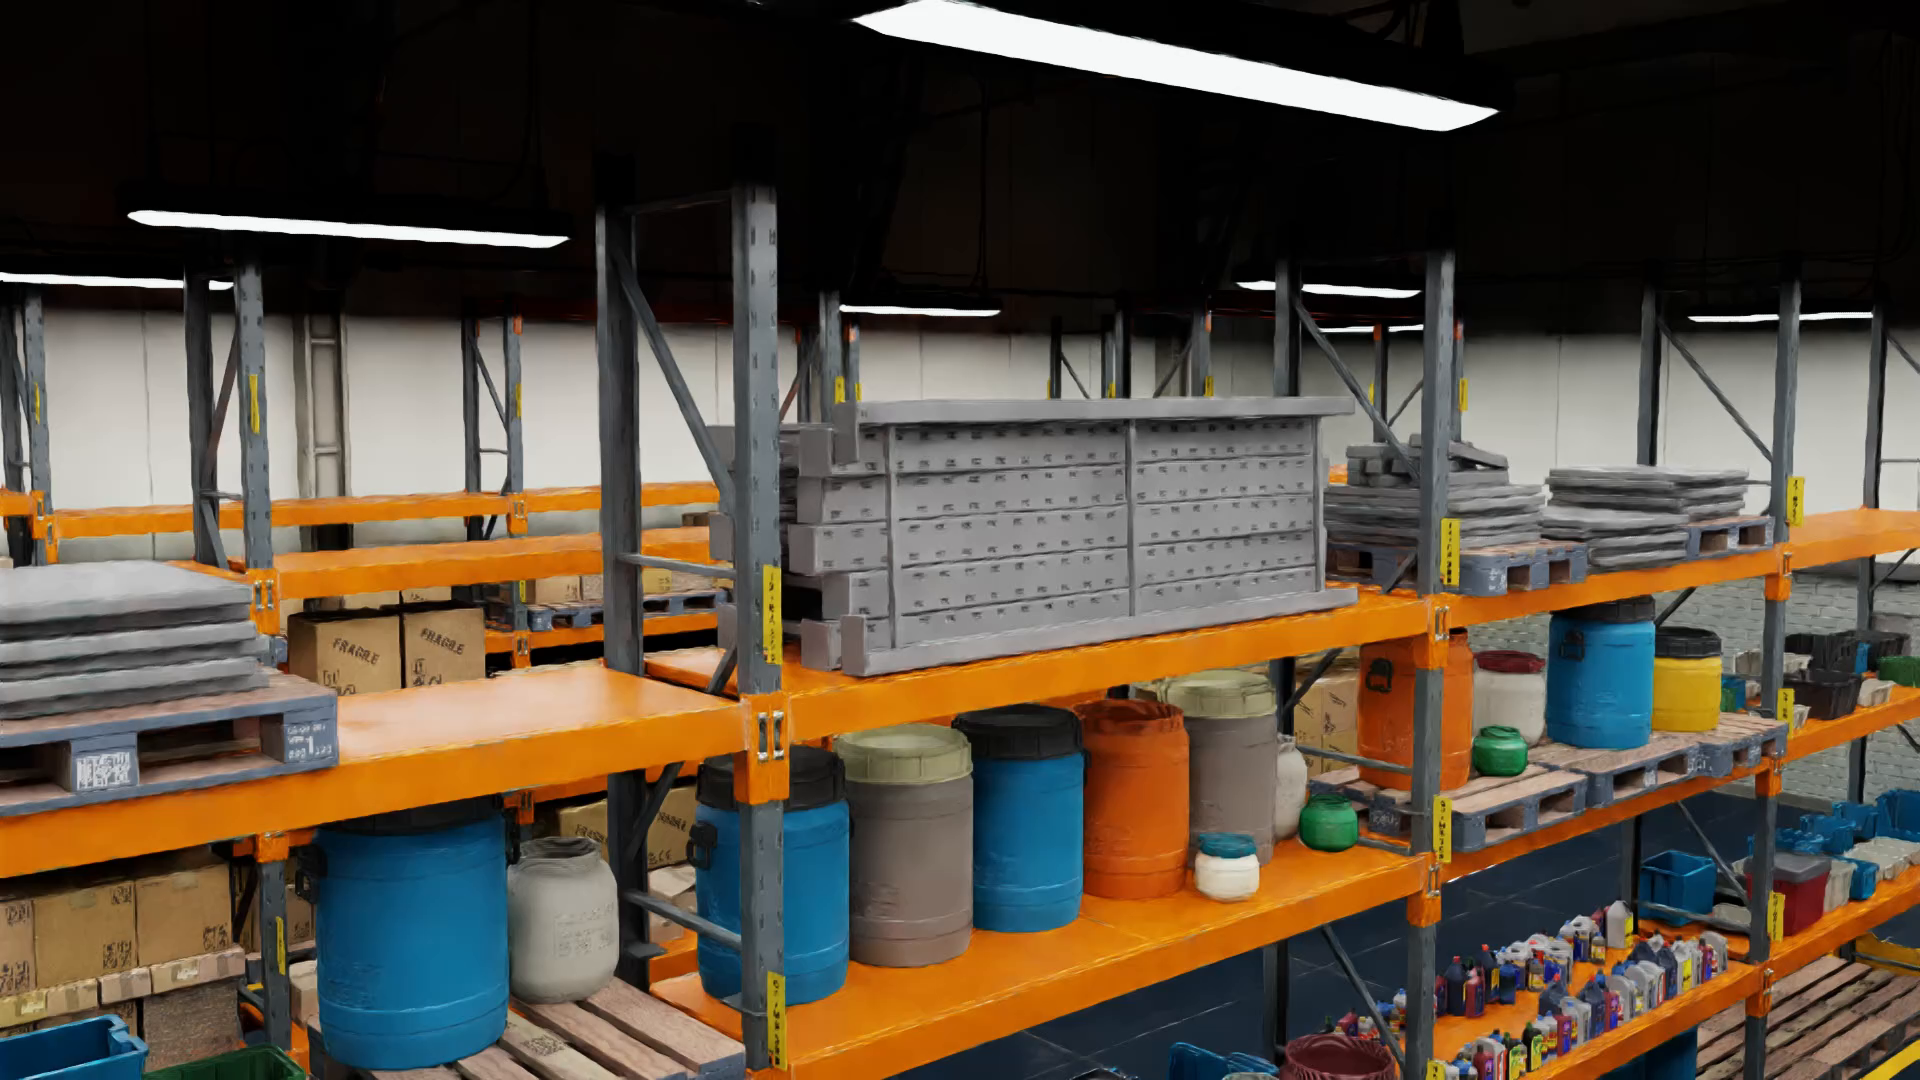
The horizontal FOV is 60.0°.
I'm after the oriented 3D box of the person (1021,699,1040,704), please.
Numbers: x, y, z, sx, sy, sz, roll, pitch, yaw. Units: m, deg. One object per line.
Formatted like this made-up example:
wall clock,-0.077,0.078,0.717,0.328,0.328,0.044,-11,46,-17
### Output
person,0.888,2.535,18.870,0.542,1.711,0.682,-5,7,-43
